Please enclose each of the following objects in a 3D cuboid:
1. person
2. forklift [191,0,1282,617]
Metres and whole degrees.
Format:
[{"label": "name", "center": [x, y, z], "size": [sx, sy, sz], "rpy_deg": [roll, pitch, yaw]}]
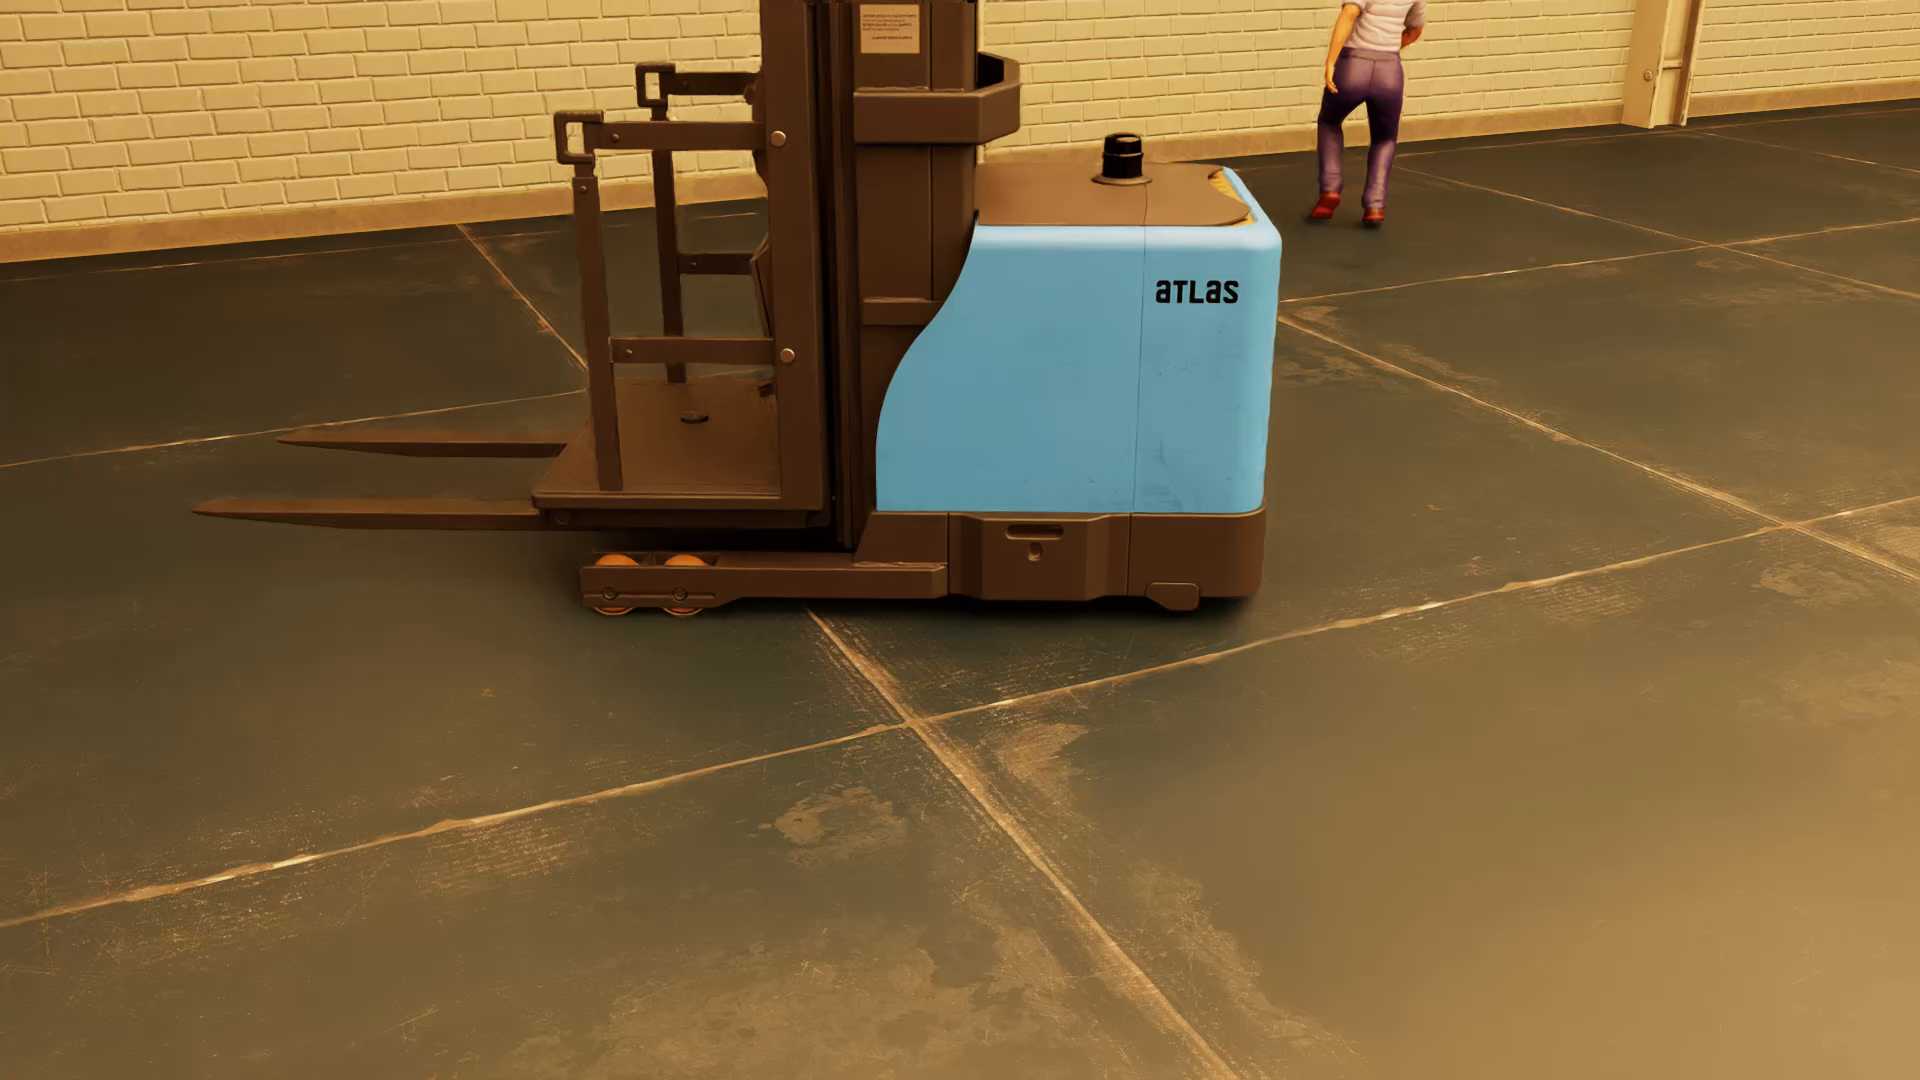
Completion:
[{"label": "person", "center": [2.230, -2.499, 9.097], "size": [0.615, 1.630, 0.709], "rpy_deg": [0, 23, -1]}, {"label": "forklift", "center": [-0.666, -1.344, 4.522], "size": [3.031, 2.935, 1.130], "rpy_deg": [1, 23, 1]}]
